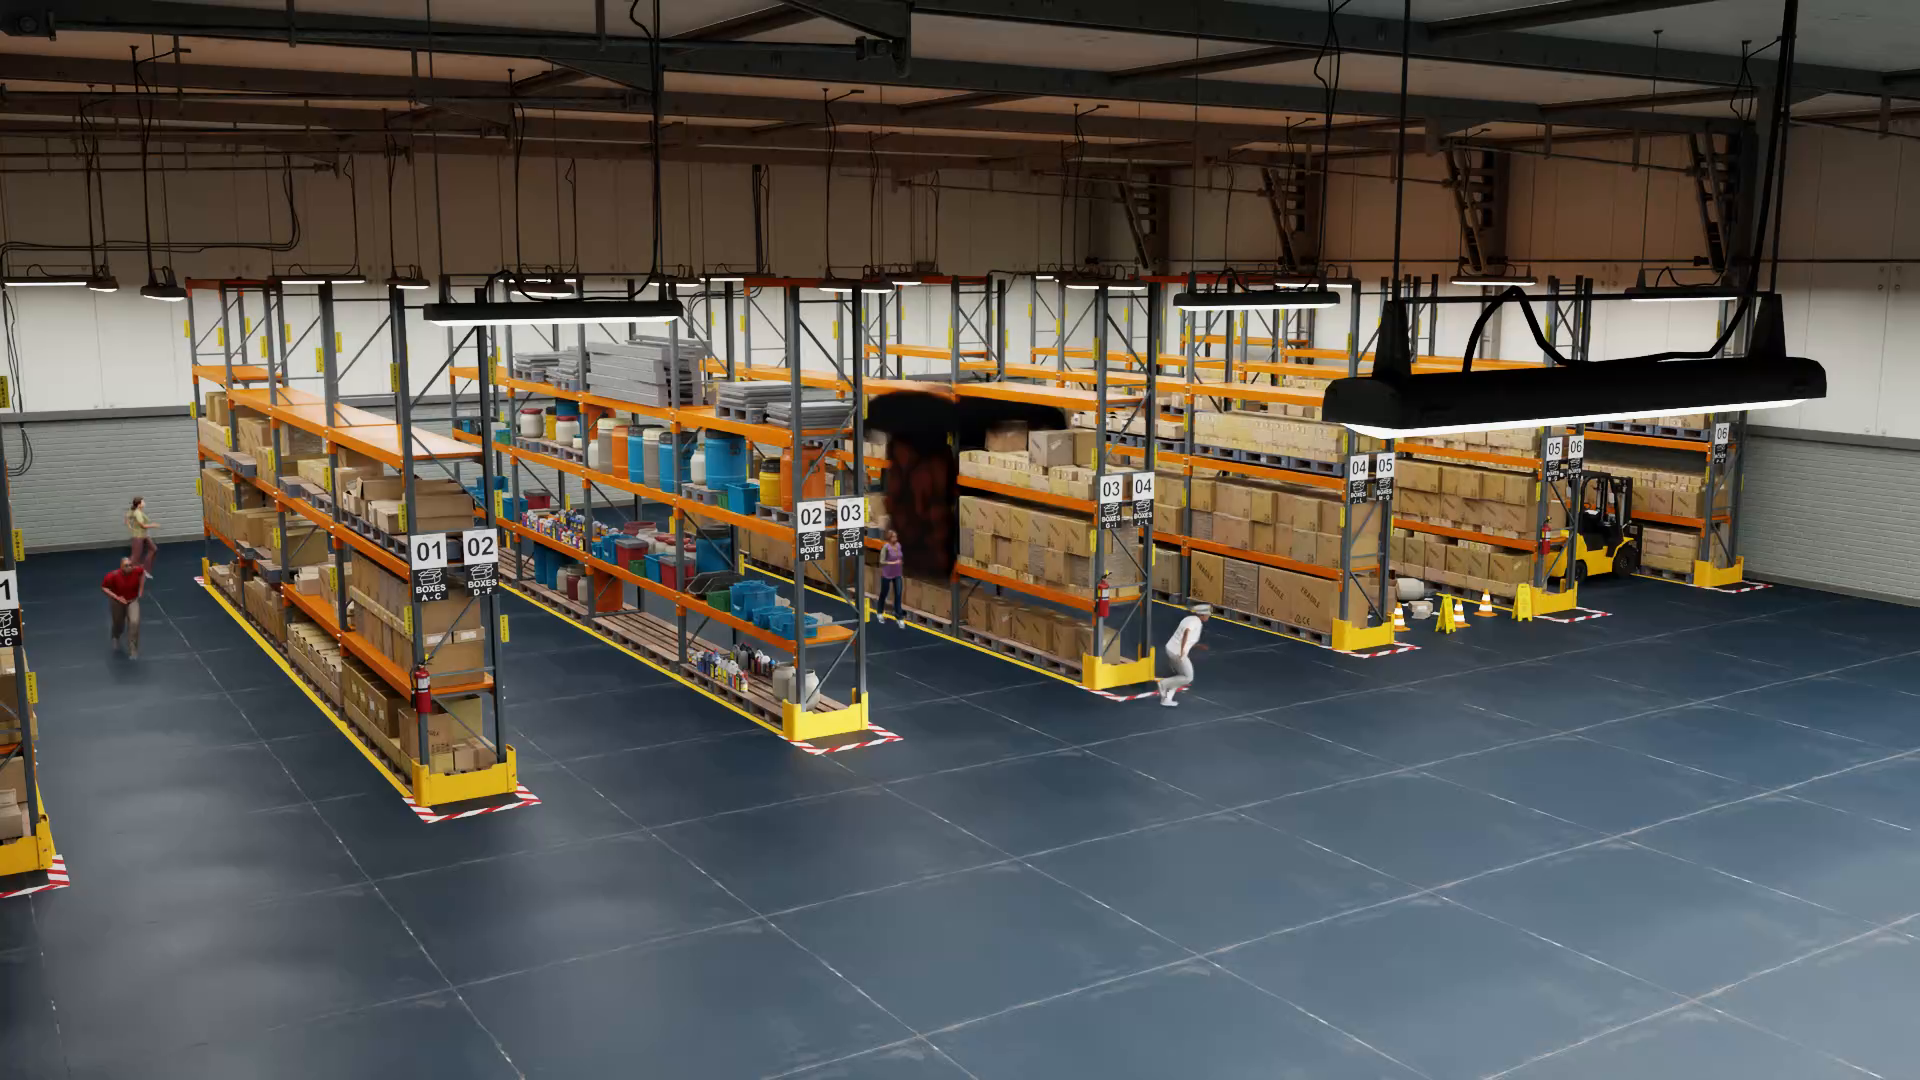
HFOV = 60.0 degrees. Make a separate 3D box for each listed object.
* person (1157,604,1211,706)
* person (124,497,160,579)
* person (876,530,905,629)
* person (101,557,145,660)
[{"bbox_3d":[3.205,1.666,23.740,0.776,1.476,0.593,-1,10,-8],"label":"person"},{"bbox_3d":[-16.348,-0.022,33.139,0.778,1.691,0.553,-5,11,-28],"label":"person"},{"bbox_3d":[-1.150,0.620,27.586,0.510,1.619,0.792,-6,11,-32],"label":"person"},{"bbox_3d":[-13.532,1.065,26.878,0.696,1.693,1.024,-9,13,-43],"label":"person"}]
